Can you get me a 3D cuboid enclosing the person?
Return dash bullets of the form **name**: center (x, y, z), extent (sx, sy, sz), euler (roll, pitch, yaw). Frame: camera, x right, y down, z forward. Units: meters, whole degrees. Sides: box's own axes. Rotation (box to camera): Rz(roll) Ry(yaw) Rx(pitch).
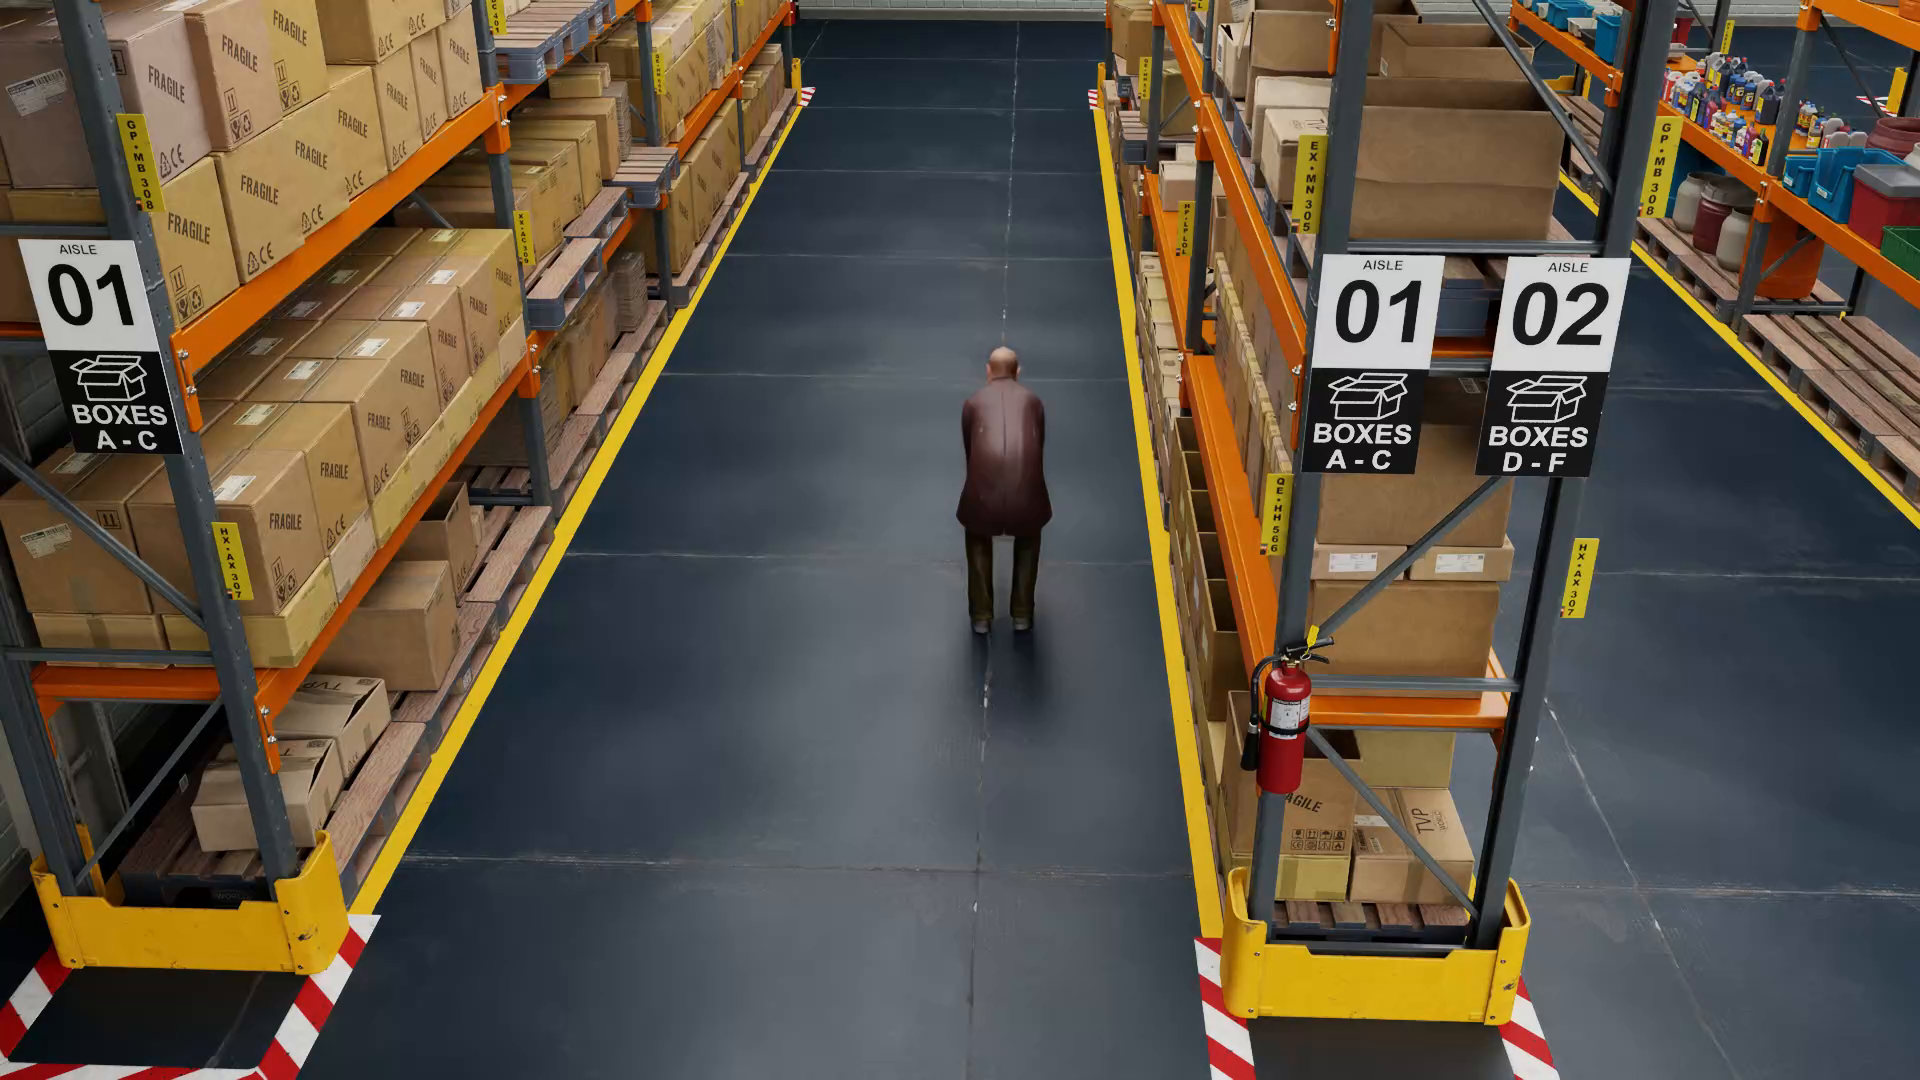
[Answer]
- **person**: center (0.253, -0.273, 9.472), extent (0.545, 1.491, 0.815), euler (1, 28, 1)
